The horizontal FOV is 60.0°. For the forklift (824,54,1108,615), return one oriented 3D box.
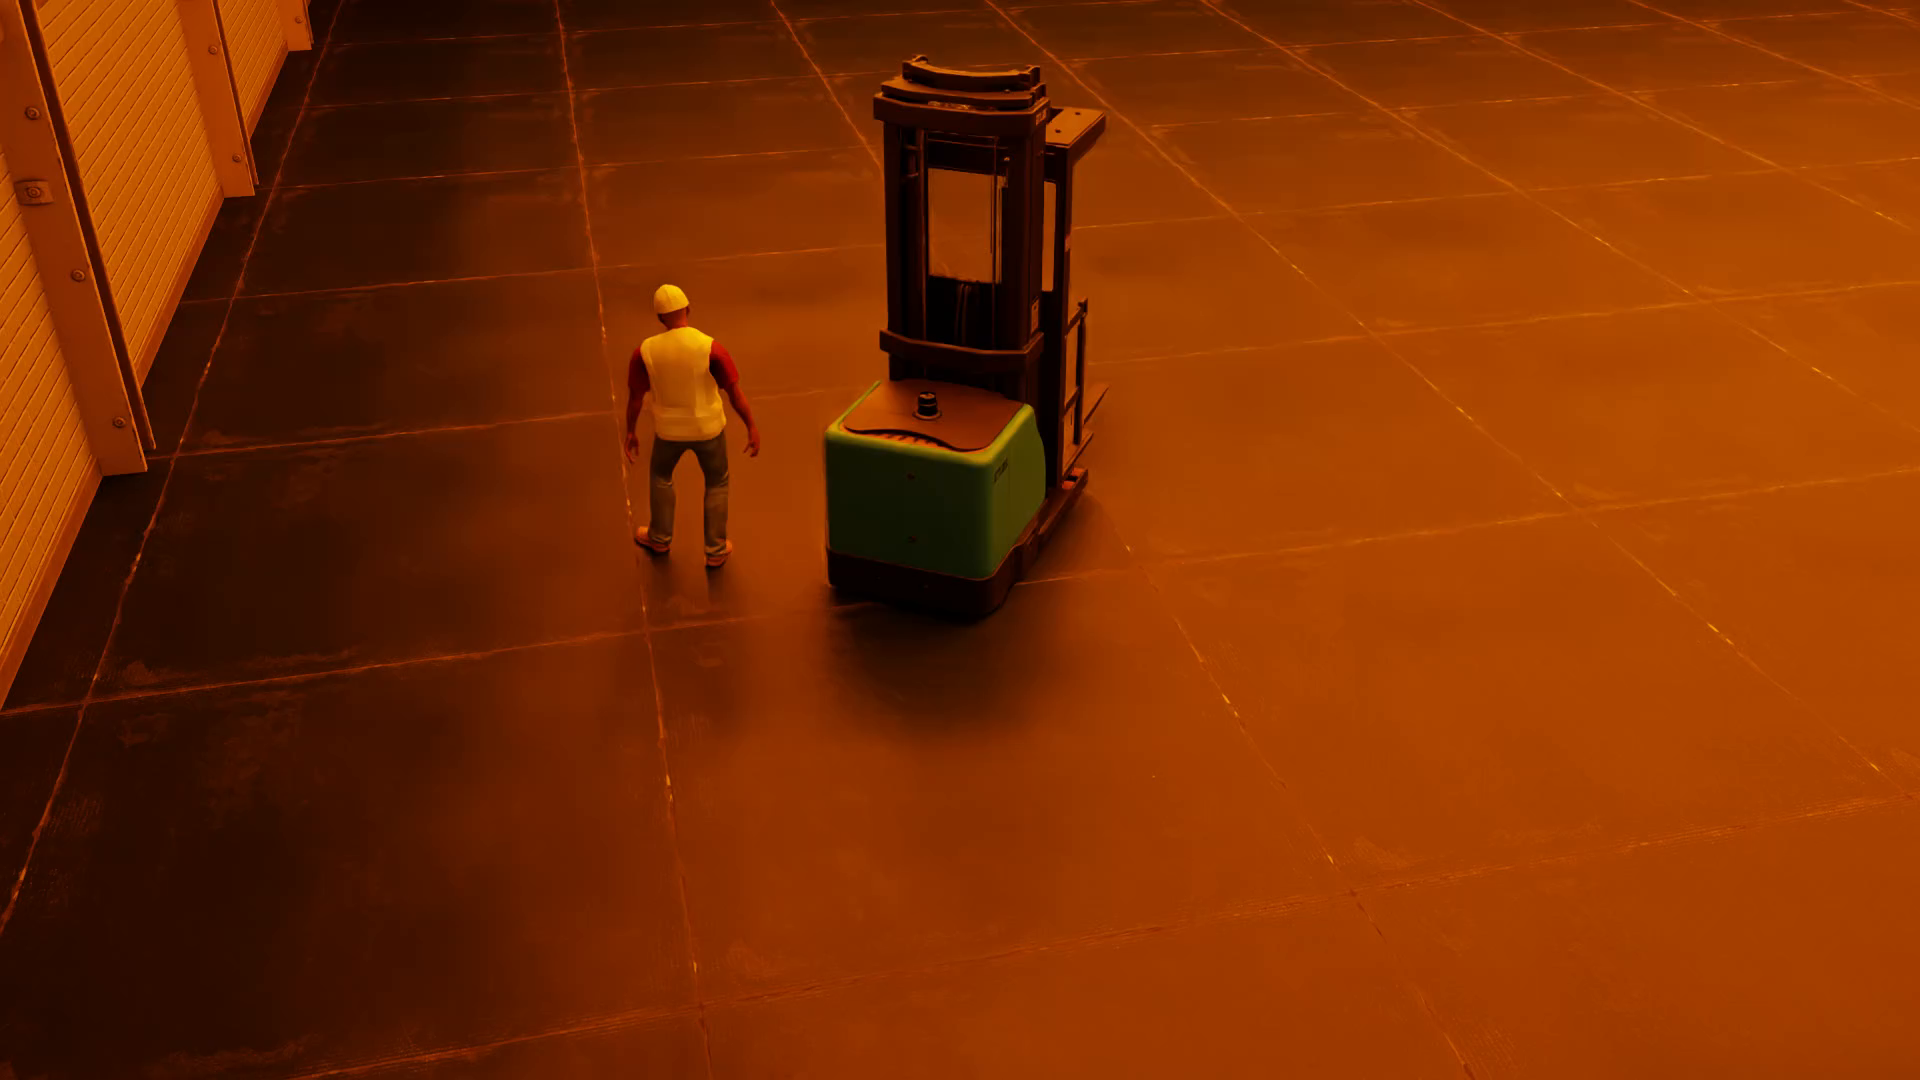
[{"bbox_3d":[0.211,-1.557,10.264,1.130,2.935,3.031,11,32,18],"label":"forklift"}]

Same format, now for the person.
[{"bbox_3d":[-1.620,-0.685,9.984,0.883,1.733,0.472,3,30,5],"label":"person"}]
